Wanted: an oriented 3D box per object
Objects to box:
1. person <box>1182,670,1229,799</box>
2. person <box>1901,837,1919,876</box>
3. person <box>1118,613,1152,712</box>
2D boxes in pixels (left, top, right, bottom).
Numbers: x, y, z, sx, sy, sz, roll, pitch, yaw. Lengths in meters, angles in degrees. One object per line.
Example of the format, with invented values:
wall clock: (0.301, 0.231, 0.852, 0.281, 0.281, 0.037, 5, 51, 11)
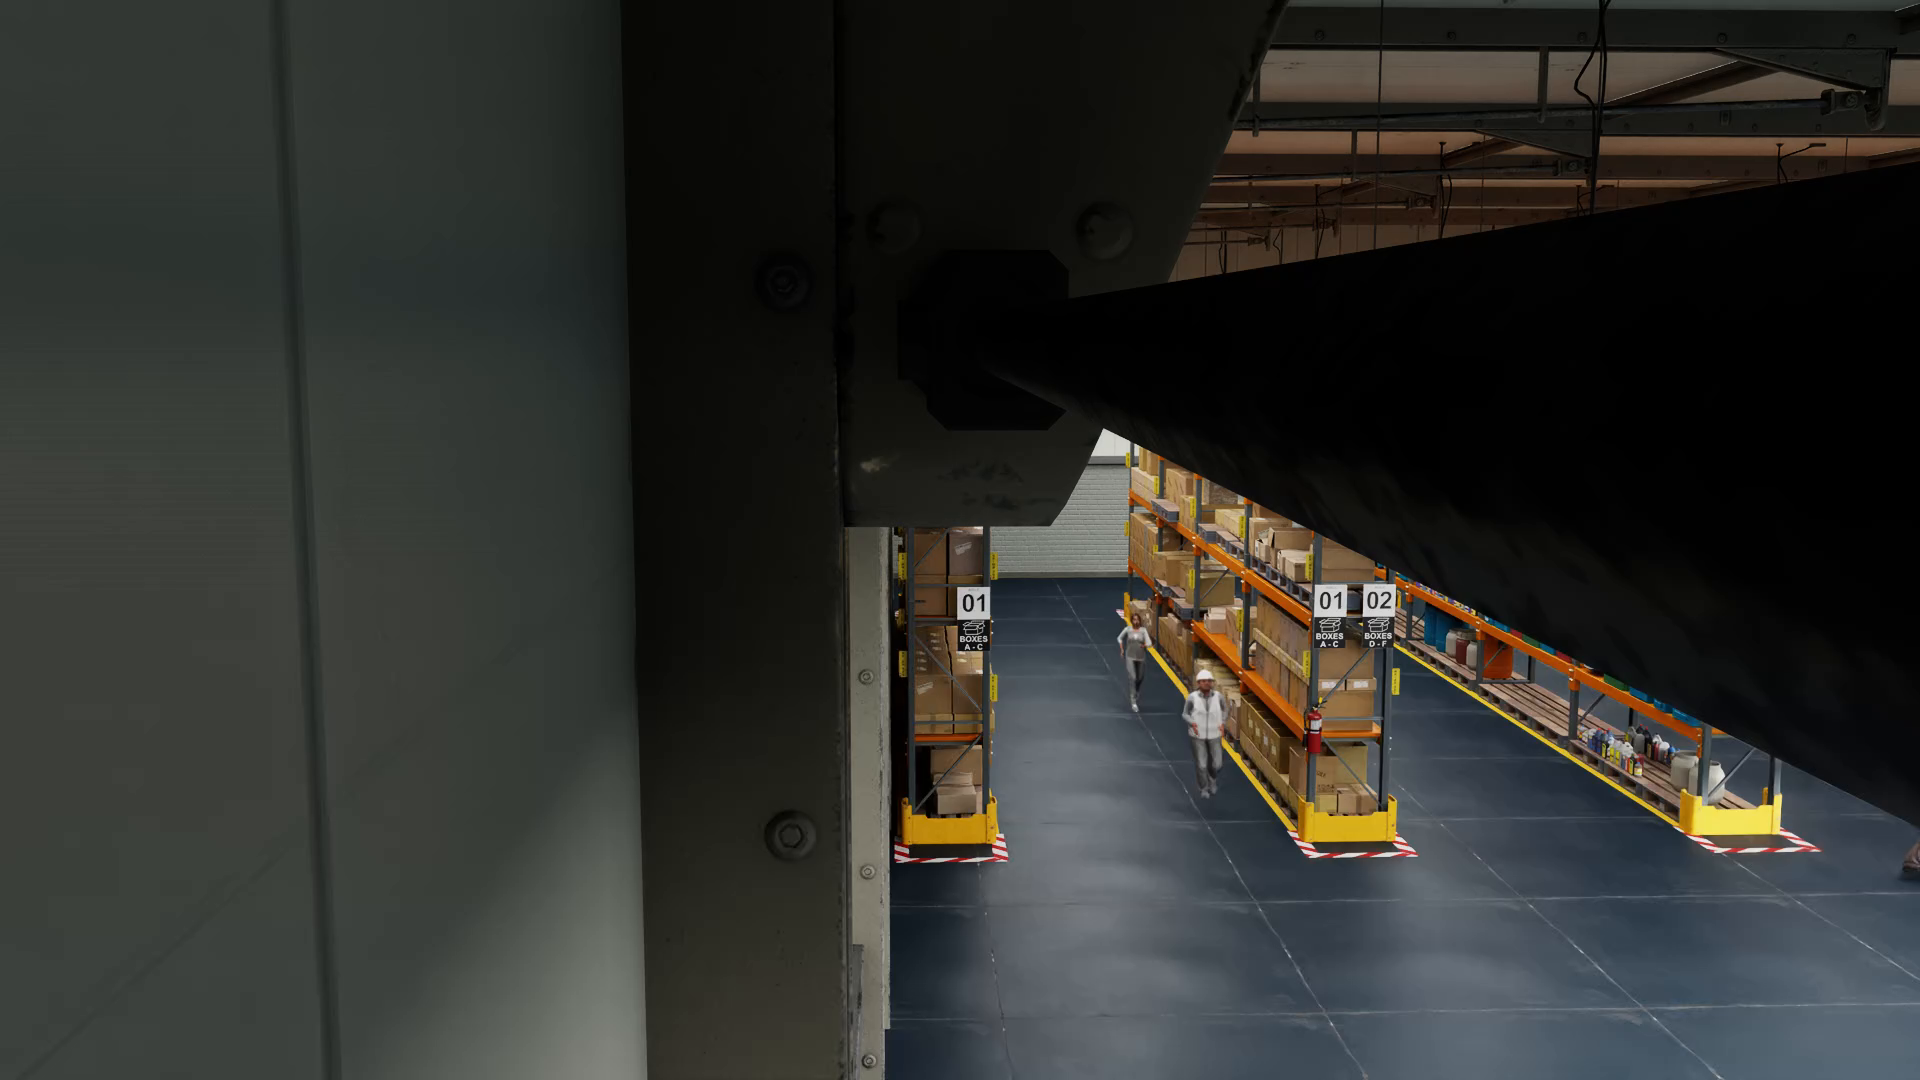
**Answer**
person: (3.237, 2.567, 21.822, 0.635, 1.727, 0.564, 0, 7, 1)
person: (11.193, 3.068, 18.947, 0.720, 1.746, 0.626, 3, 8, 19)
person: (2.906, 1.990, 27.612, 0.537, 1.585, 0.881, 0, 7, -3)
